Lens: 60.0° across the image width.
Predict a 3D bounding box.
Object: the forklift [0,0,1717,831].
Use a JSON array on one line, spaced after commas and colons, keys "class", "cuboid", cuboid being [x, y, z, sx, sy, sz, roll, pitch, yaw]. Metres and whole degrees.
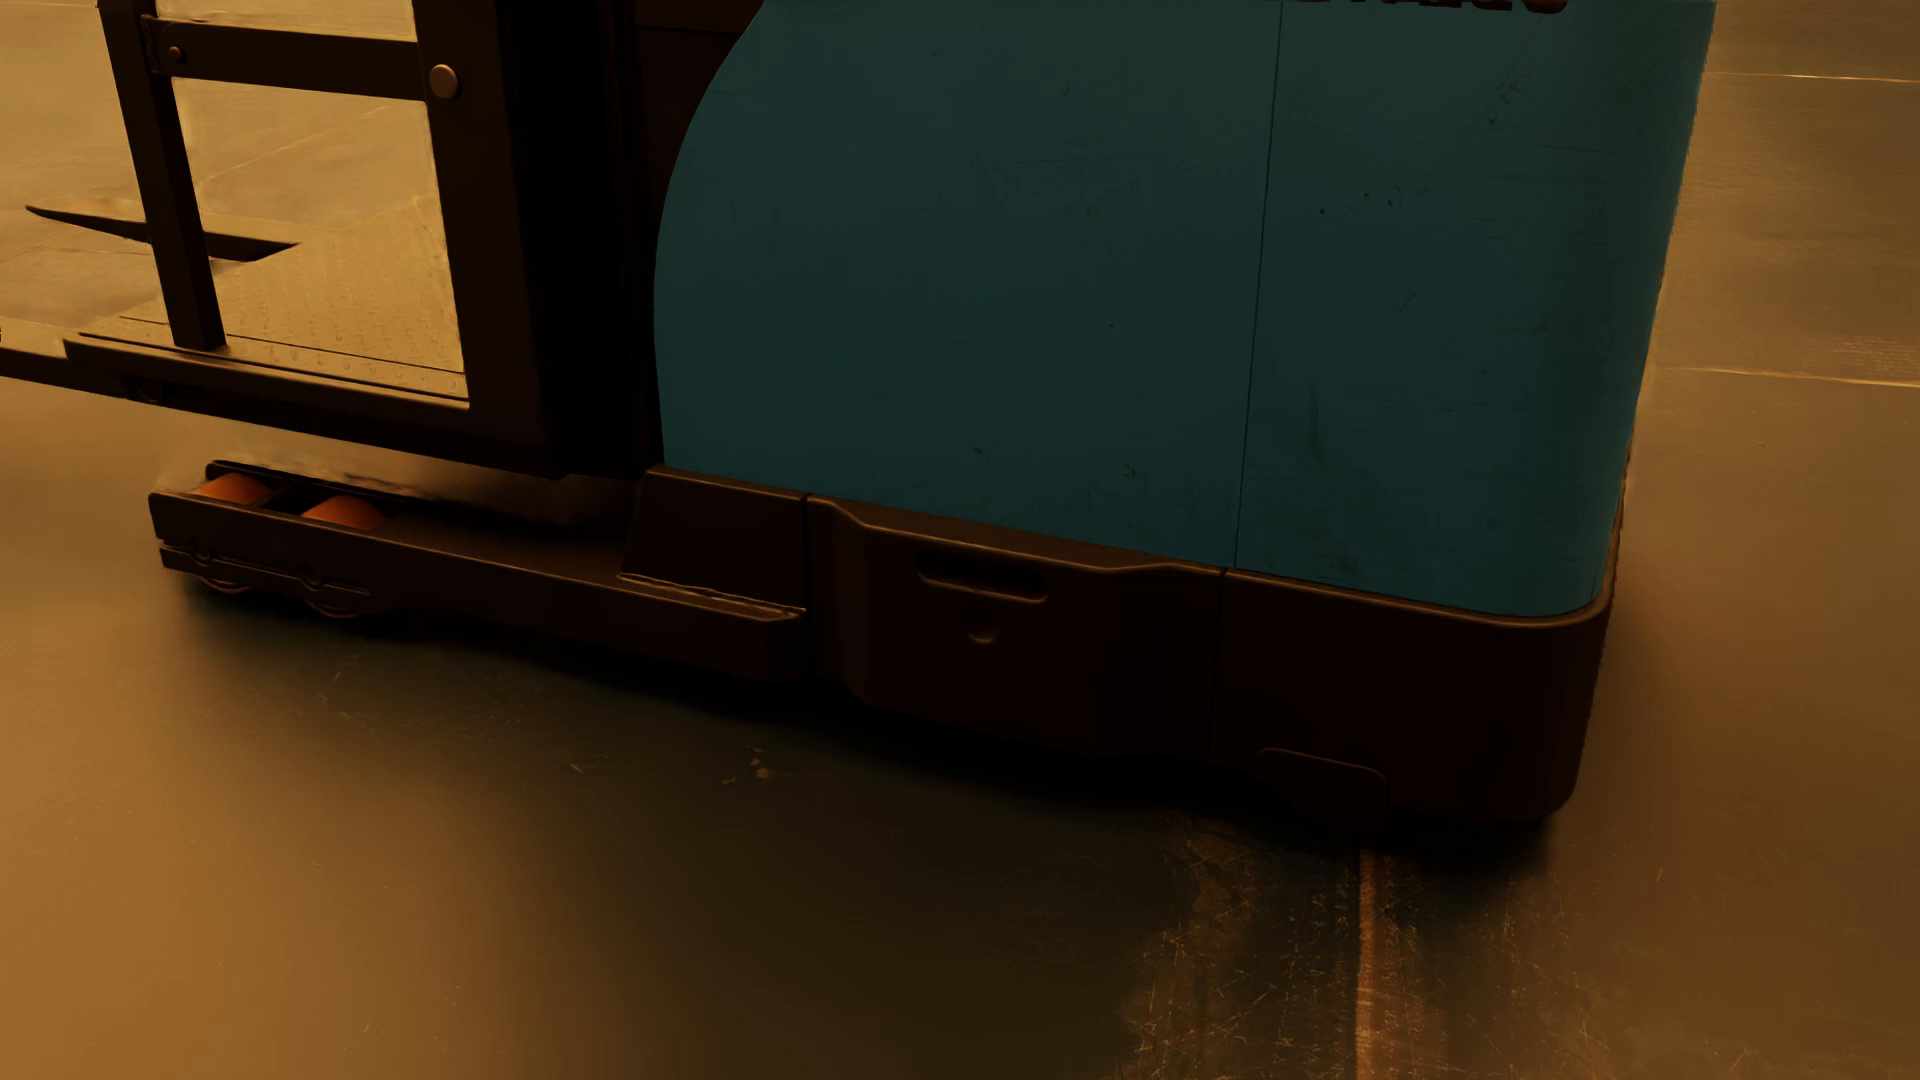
[{"class": "forklift", "cuboid": [-0.578, -1.407, 2.035, 3.031, 2.935, 1.130, 10, 29, 20]}]
